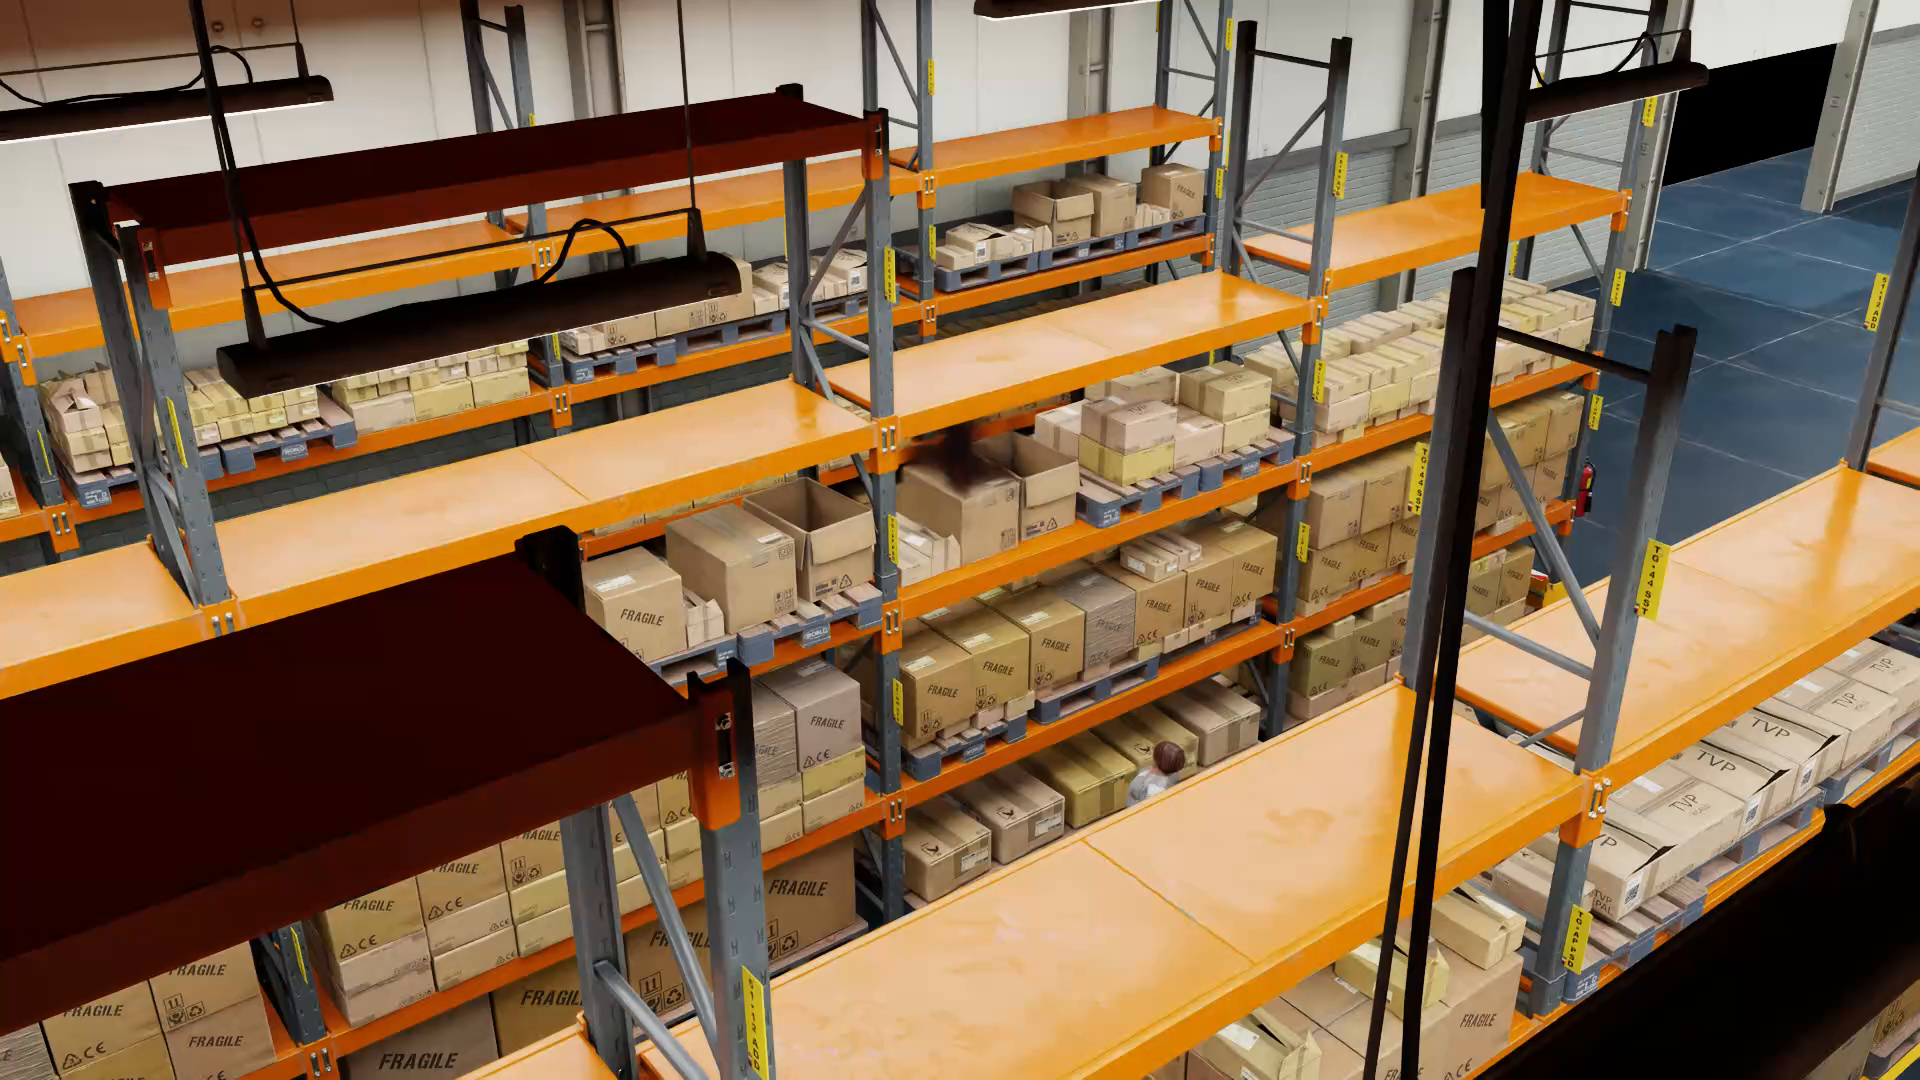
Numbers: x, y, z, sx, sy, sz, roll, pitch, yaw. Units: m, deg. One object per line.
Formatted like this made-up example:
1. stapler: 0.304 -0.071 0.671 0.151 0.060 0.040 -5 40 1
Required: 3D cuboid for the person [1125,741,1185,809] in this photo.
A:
1. person: 1.276 2.006 11.577 0.454 1.567 0.508 2 26 4
